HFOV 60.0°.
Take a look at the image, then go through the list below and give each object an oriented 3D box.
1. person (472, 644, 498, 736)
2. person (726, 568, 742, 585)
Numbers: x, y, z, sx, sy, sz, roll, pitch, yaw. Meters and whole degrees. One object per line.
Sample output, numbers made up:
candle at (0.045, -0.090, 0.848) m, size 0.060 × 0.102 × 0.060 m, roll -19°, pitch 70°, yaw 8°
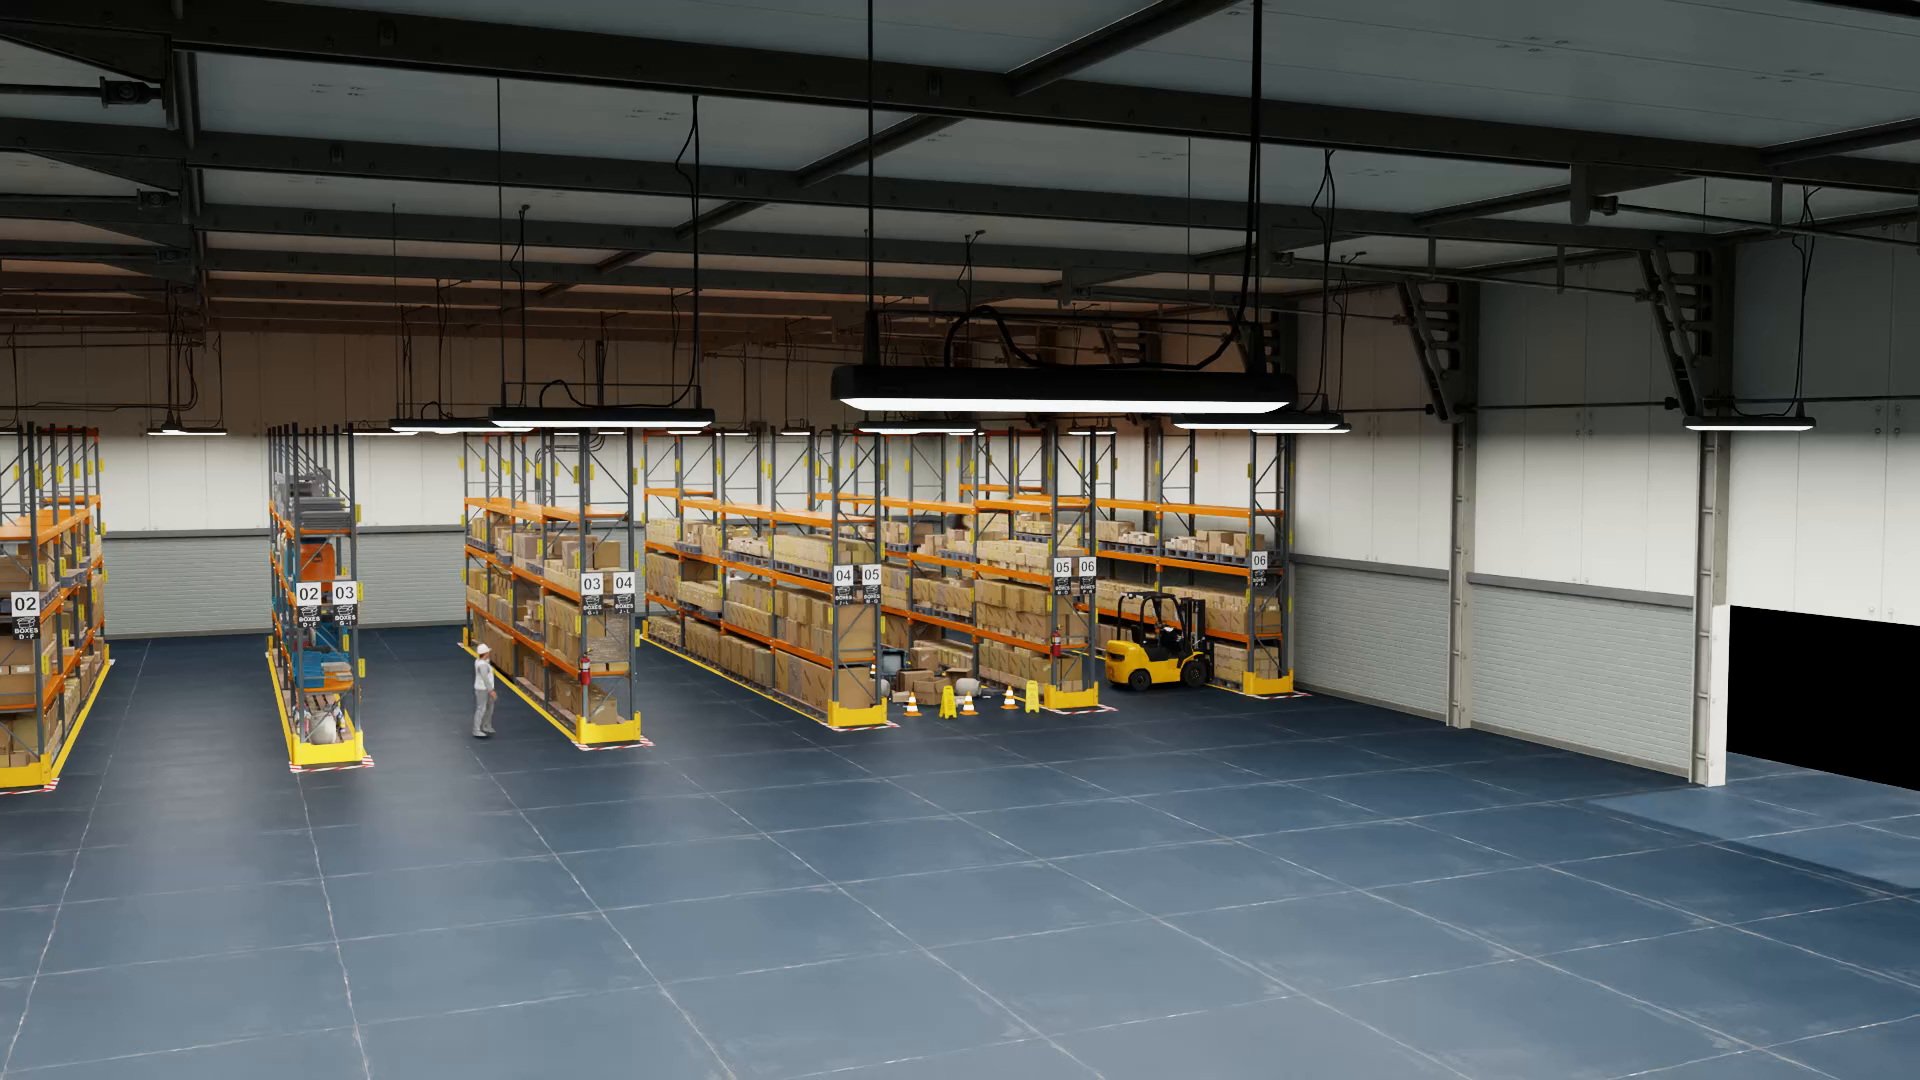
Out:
person at (-9.167, 2.903, 32.124) m, size 0.507 × 1.809 × 0.684 m, roll -1°, pitch 4°, yaw -10°
person at (-7.015, 1.708, 51.155) m, size 0.543 × 1.784 × 0.506 m, roll -3°, pitch 5°, yaw -41°
